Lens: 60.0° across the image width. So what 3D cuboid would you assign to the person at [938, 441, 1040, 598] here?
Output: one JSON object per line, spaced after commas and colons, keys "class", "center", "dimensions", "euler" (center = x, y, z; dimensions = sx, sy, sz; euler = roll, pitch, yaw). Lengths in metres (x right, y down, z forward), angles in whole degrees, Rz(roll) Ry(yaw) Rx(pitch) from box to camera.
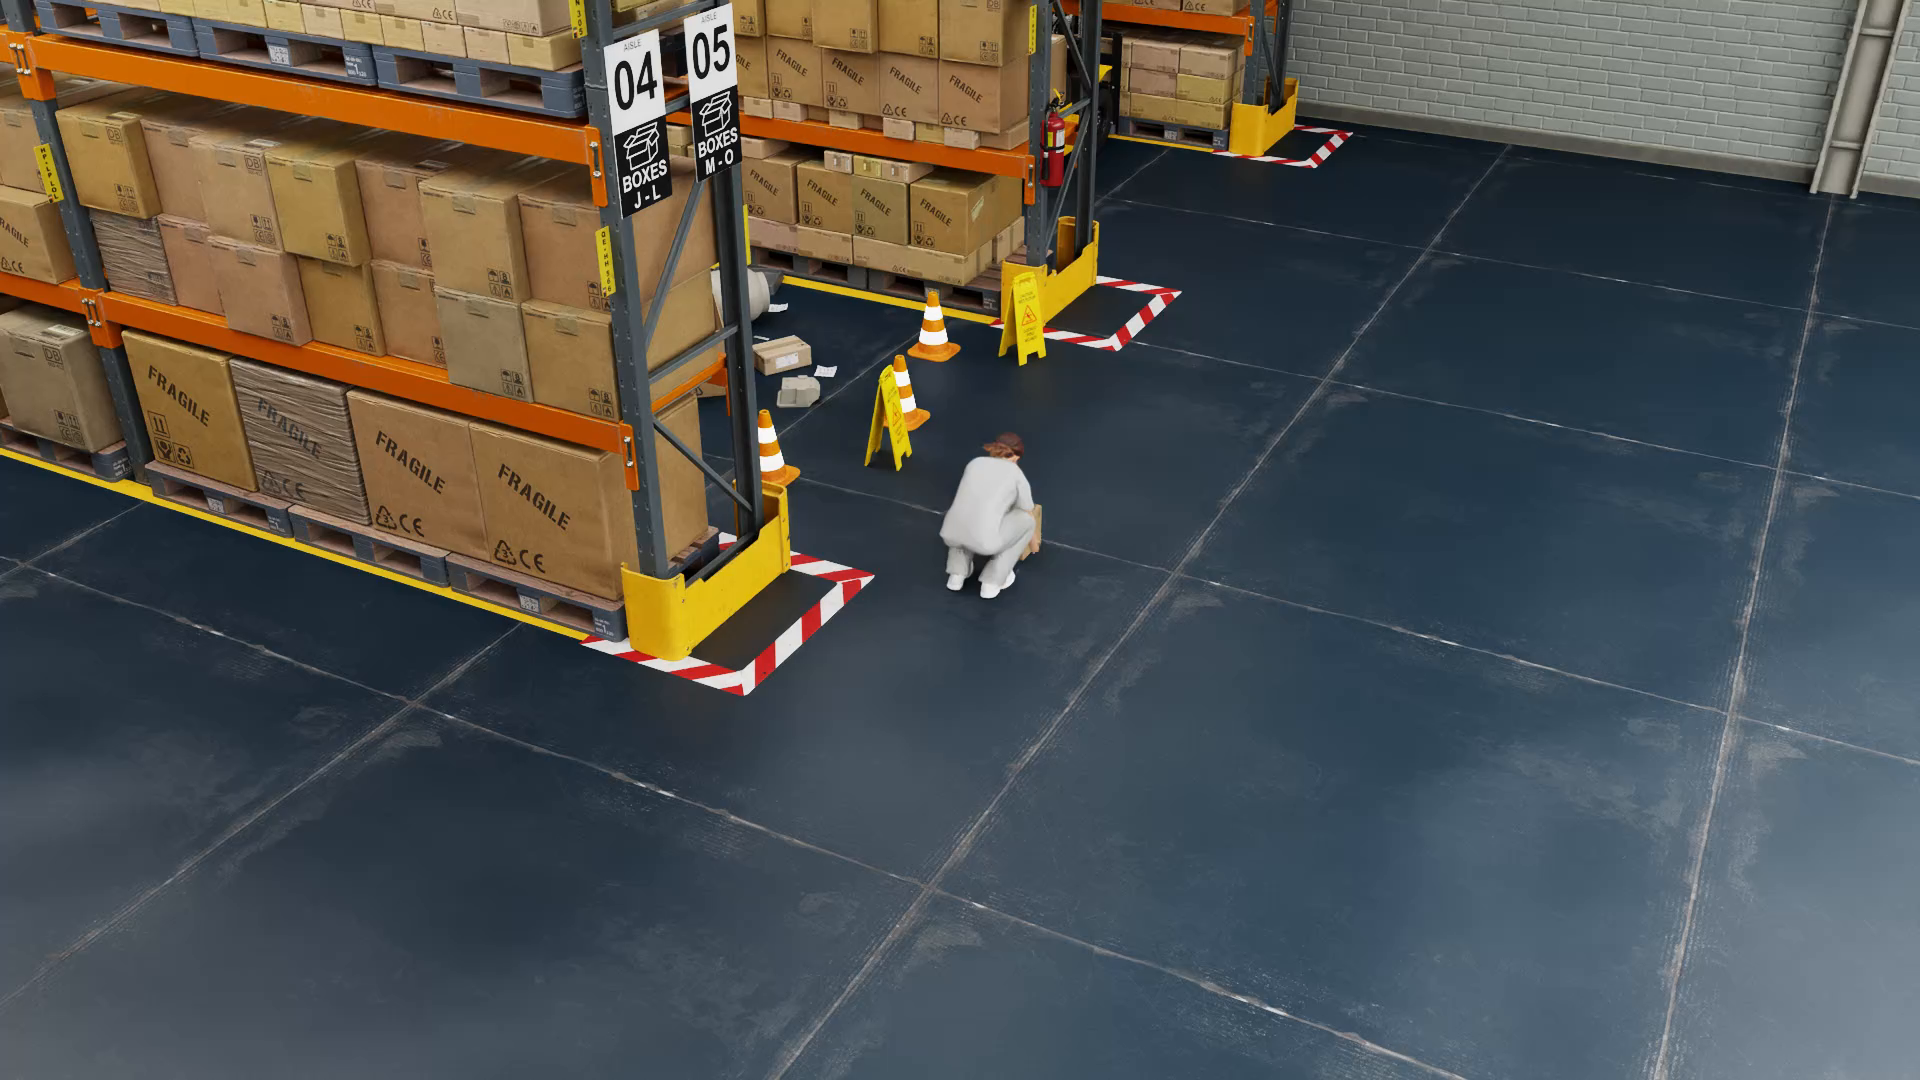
{"class": "person", "center": [0.173, -0.143, 9.466], "dimensions": [0.468, 0.785, 0.866], "euler": [13, 33, 22]}
